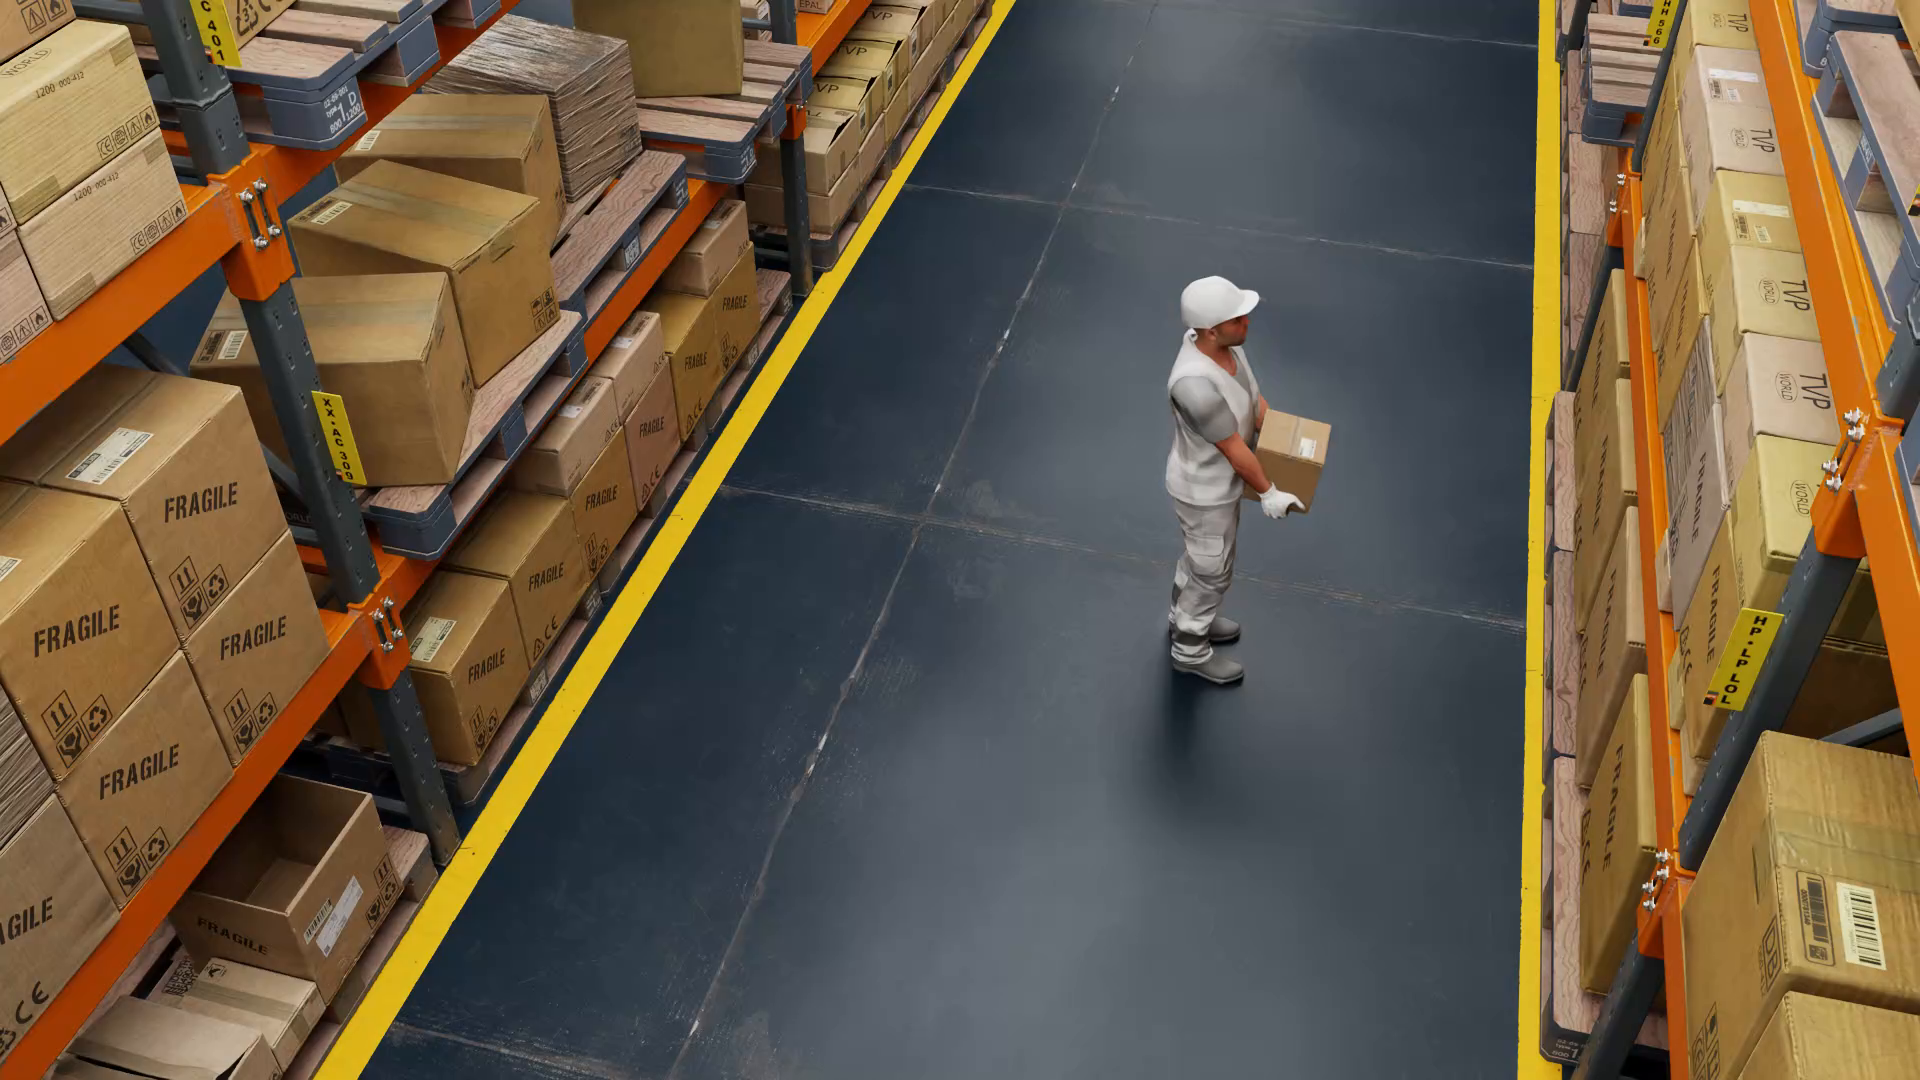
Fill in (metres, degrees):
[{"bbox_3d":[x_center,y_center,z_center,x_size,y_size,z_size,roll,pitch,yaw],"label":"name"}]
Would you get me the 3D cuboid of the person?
[{"bbox_3d":[1.055,-0.209,6.387,0.561,1.782,0.494,11,42,12],"label":"person"}]
